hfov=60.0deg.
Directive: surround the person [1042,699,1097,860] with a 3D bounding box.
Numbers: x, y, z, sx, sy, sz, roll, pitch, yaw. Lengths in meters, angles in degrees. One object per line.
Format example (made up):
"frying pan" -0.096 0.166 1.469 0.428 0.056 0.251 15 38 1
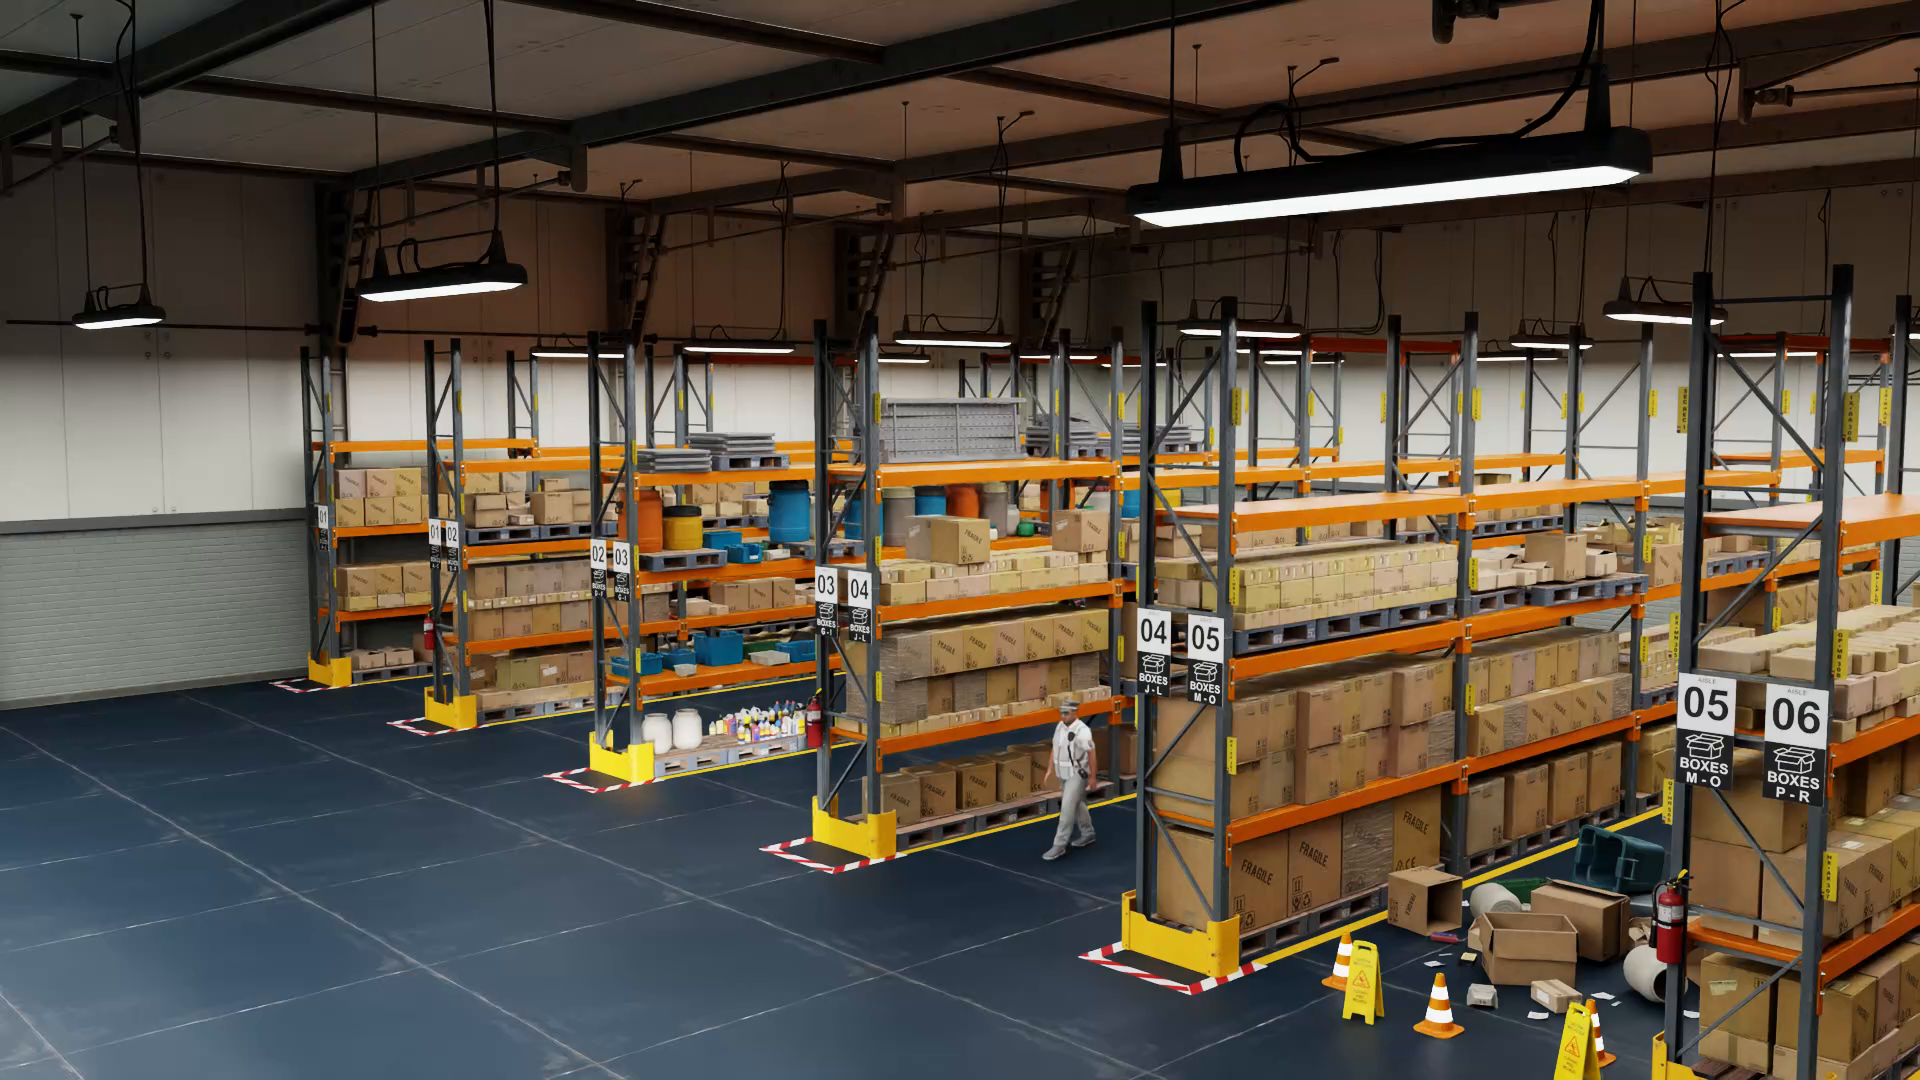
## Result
"person" 1.193 2.639 18.688 0.919 1.718 0.553 -3 6 -33
